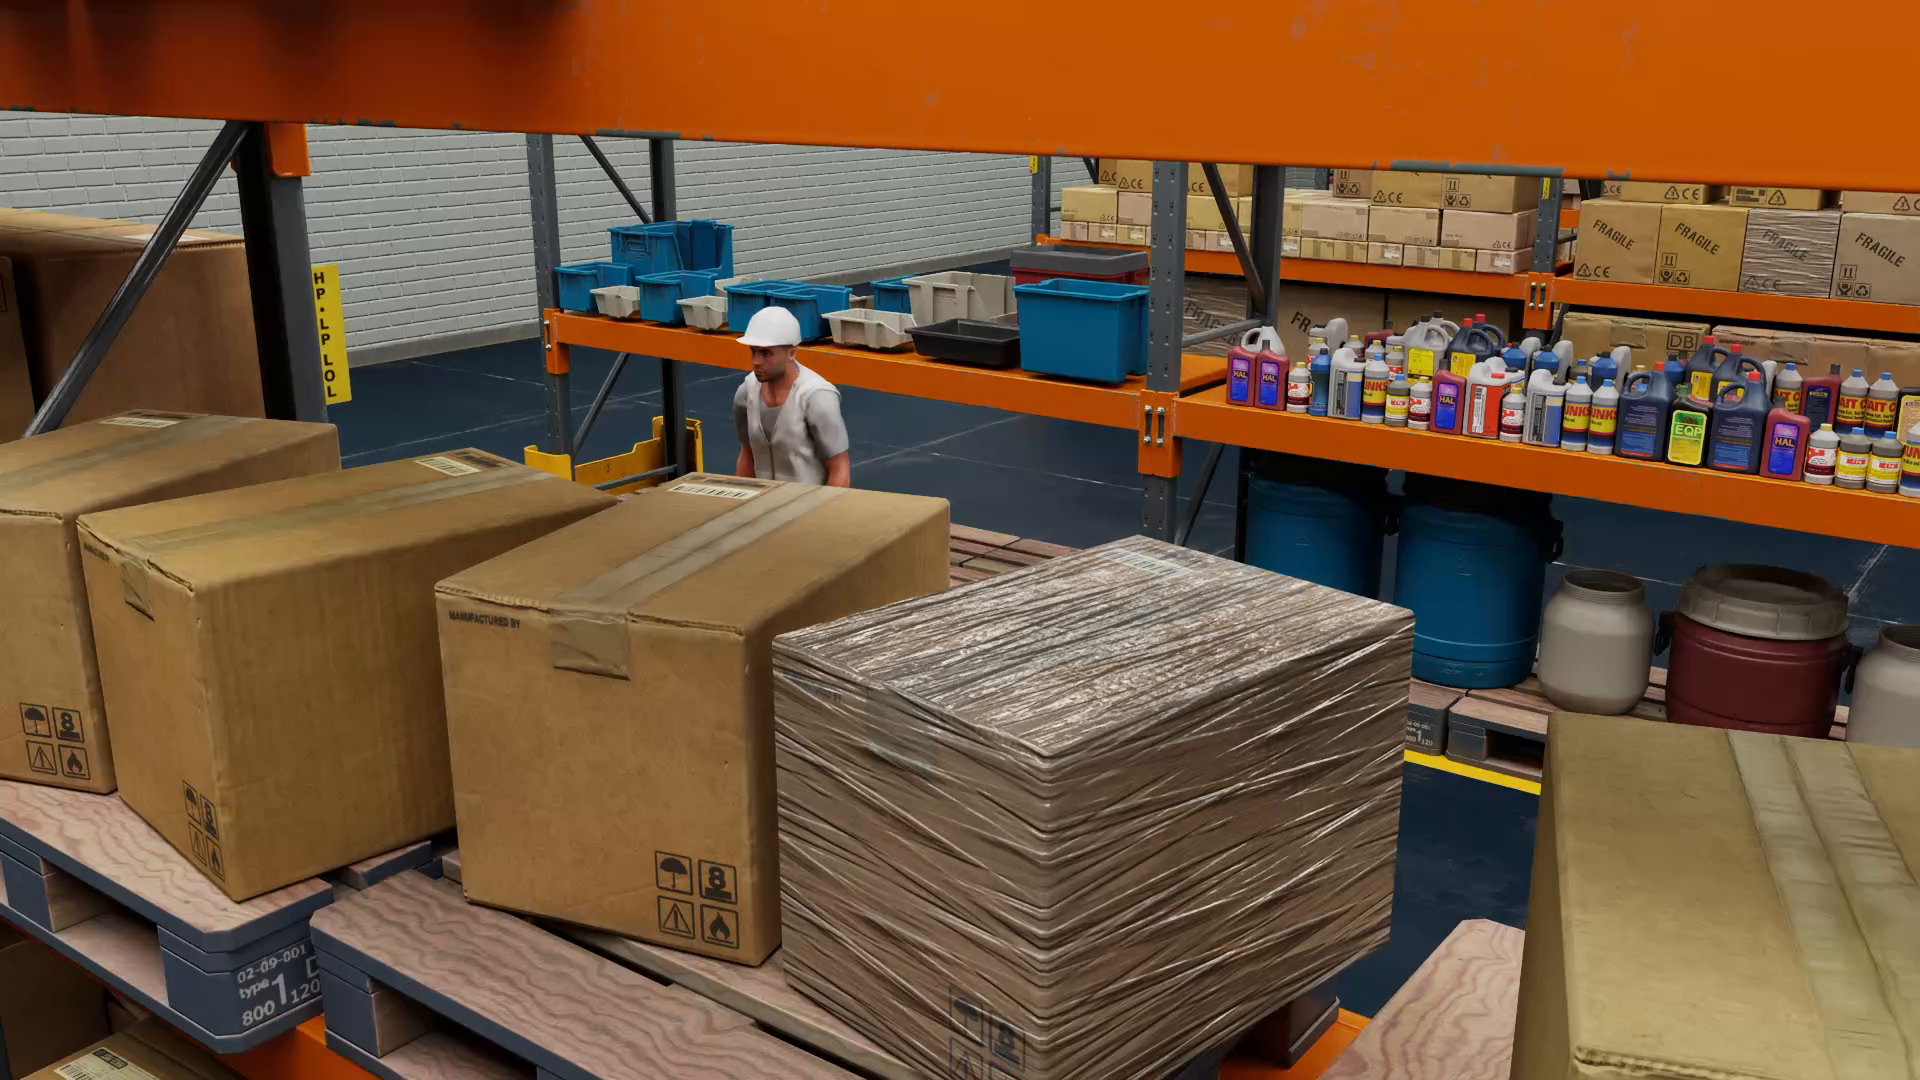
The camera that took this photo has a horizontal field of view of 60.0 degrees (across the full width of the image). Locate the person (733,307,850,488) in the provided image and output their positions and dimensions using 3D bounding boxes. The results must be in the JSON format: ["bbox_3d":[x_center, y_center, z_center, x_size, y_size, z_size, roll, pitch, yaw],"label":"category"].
[{"bbox_3d":[-0.709,-0.064,6.726,0.603,1.779,0.449,12,20,35],"label":"person"}]
